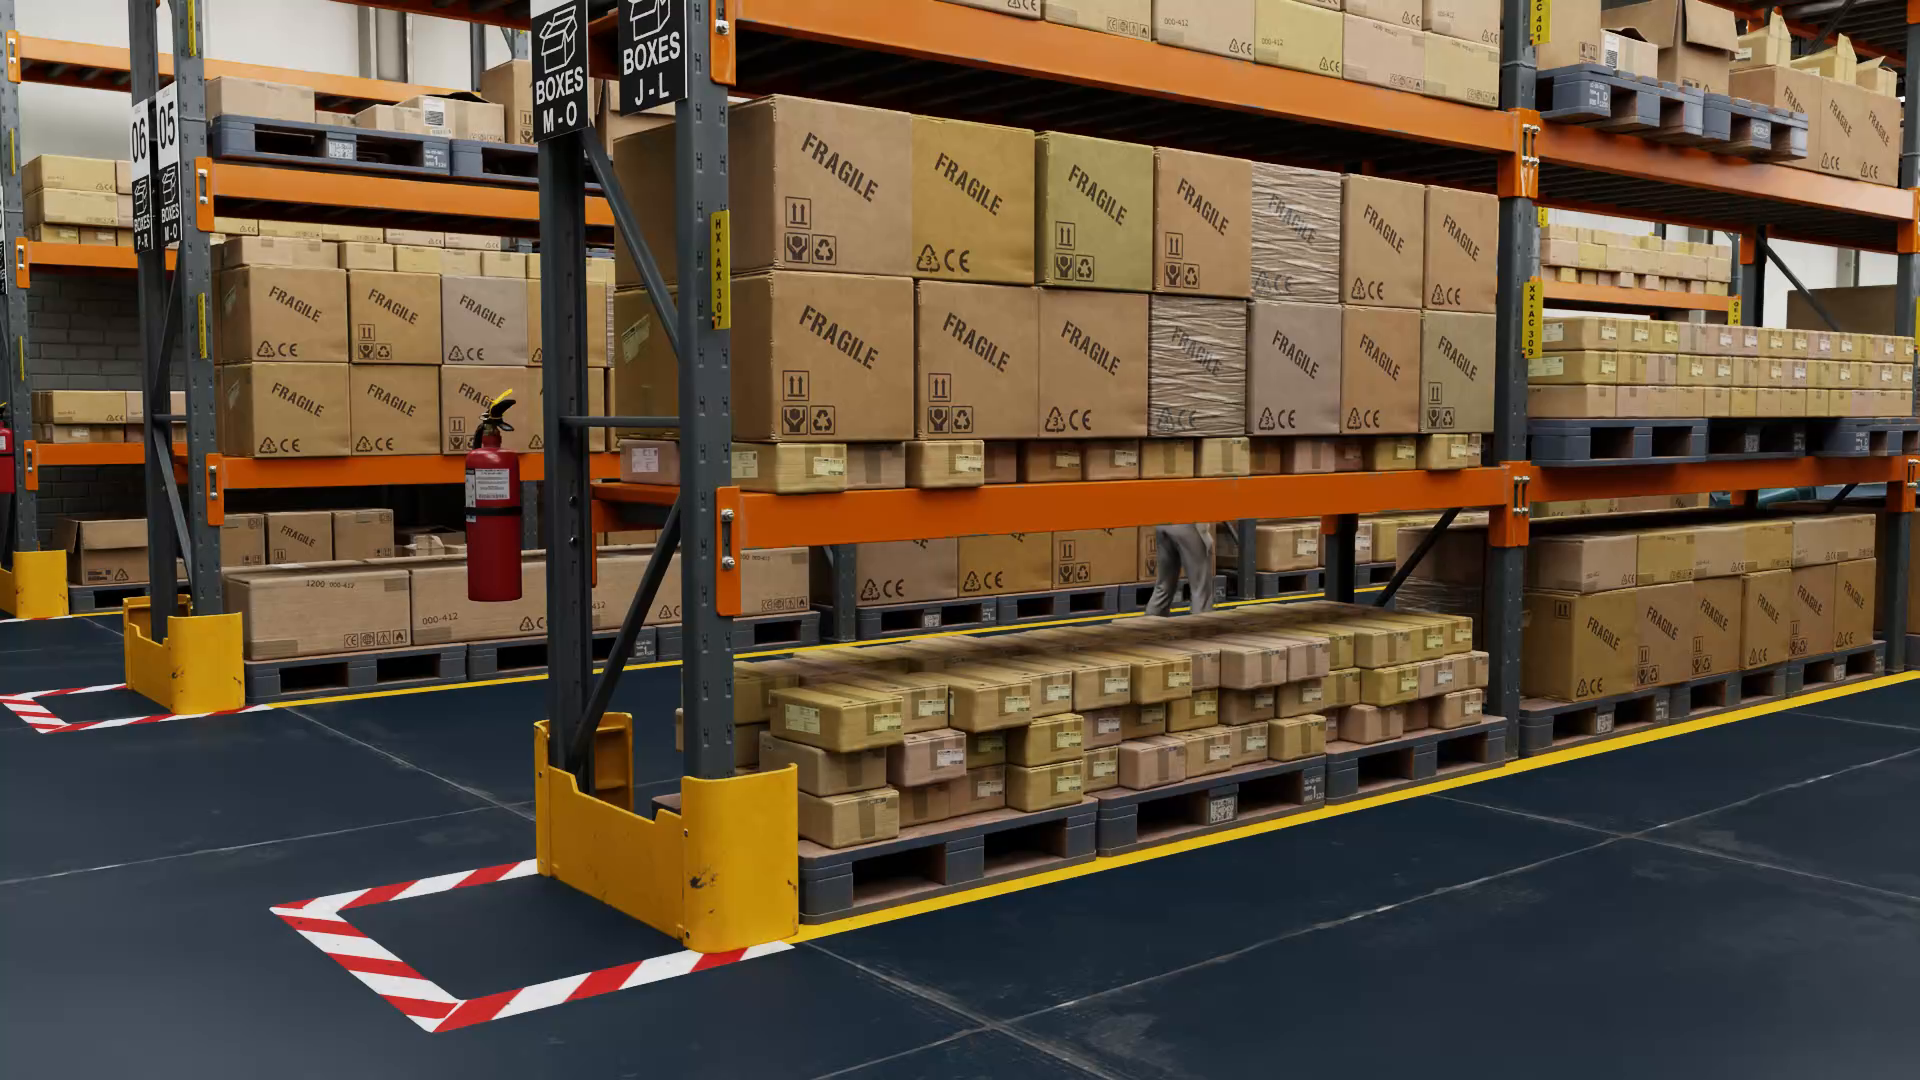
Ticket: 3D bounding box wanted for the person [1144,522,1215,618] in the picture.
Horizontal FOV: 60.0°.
[{"bbox_3d":[1.371,-0.052,9.850,0.413,1.674,0.538,-2,5,-23],"label":"person"}]
